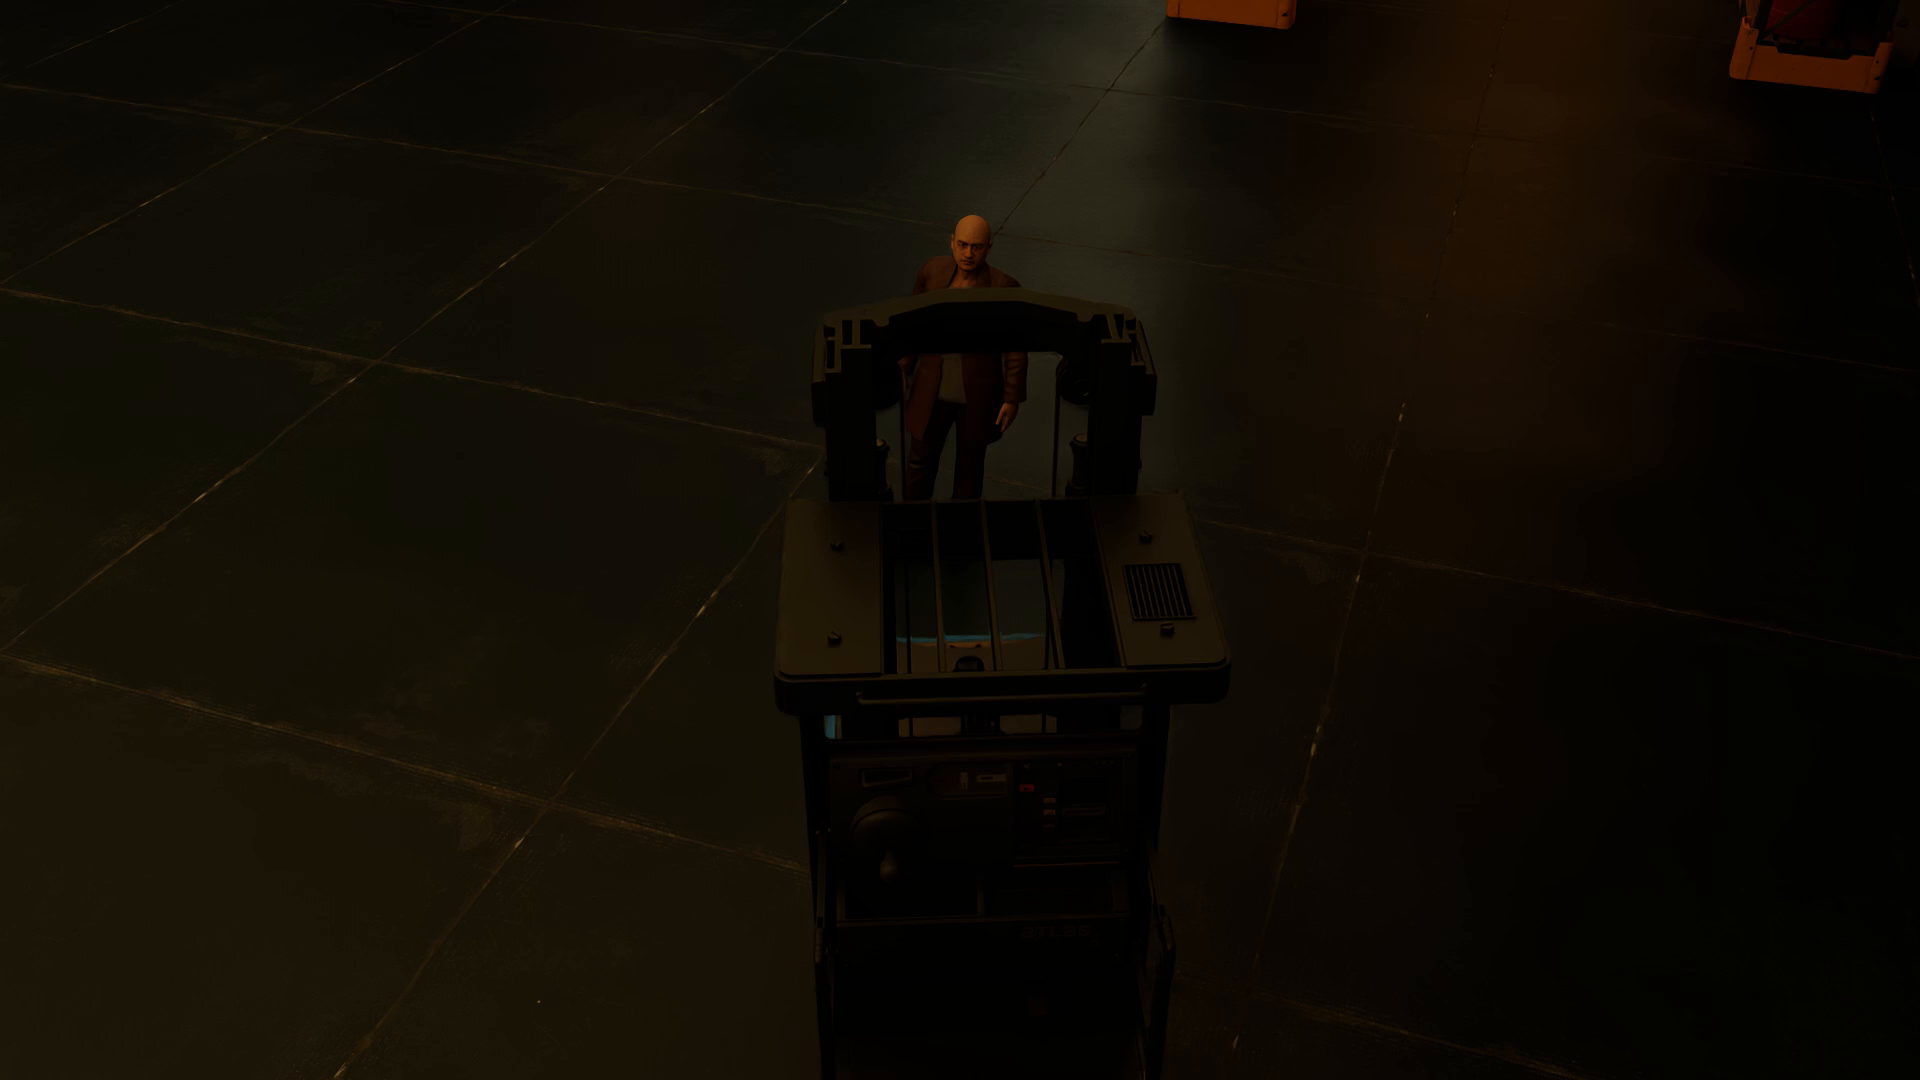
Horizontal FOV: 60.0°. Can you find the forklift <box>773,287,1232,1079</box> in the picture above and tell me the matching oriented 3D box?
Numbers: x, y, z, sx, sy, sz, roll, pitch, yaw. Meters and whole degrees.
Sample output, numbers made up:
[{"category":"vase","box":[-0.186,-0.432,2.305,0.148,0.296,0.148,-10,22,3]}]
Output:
[{"category":"forklift","box":[0.084,0.887,4.860,1.130,2.935,3.031,-2,35,-2]}]

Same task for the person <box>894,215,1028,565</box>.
[{"category":"person","box":[-0.034,-0.682,8.057,0.698,1.778,0.579,12,37,16]}]
